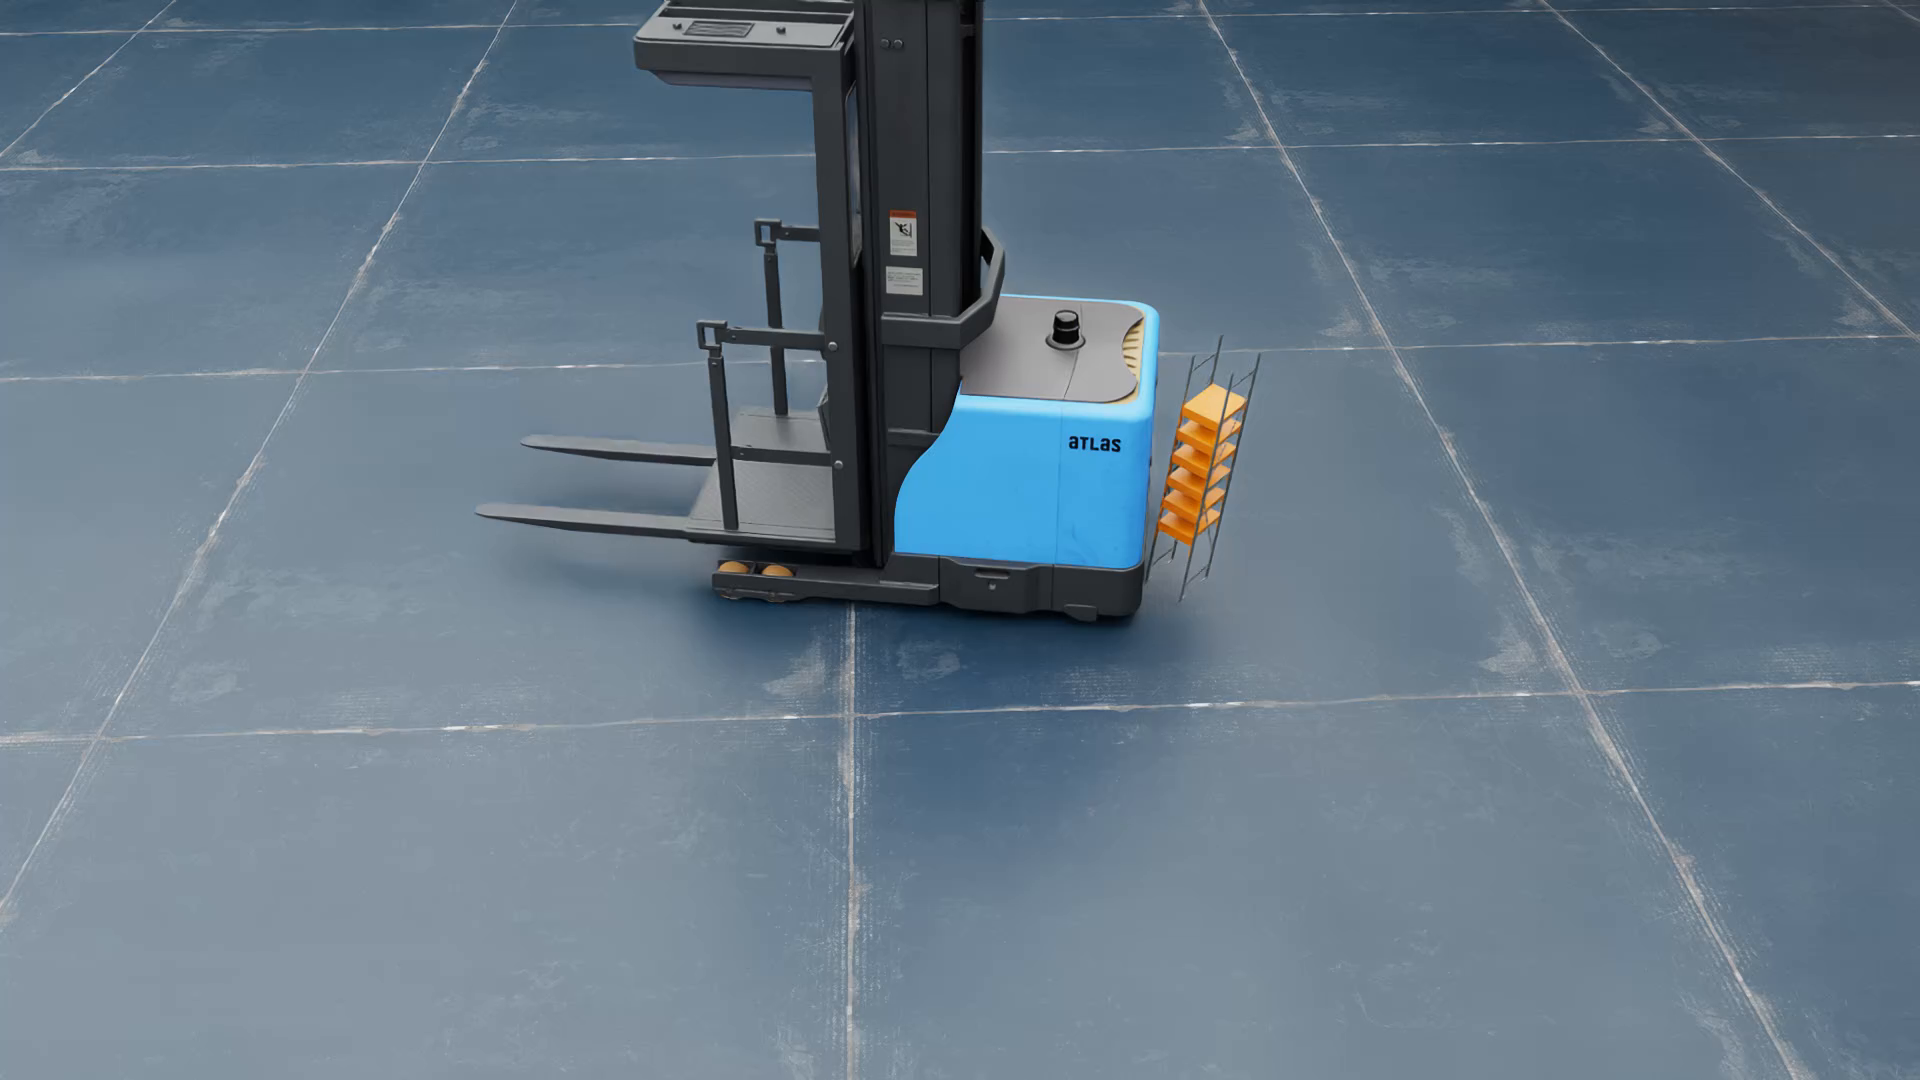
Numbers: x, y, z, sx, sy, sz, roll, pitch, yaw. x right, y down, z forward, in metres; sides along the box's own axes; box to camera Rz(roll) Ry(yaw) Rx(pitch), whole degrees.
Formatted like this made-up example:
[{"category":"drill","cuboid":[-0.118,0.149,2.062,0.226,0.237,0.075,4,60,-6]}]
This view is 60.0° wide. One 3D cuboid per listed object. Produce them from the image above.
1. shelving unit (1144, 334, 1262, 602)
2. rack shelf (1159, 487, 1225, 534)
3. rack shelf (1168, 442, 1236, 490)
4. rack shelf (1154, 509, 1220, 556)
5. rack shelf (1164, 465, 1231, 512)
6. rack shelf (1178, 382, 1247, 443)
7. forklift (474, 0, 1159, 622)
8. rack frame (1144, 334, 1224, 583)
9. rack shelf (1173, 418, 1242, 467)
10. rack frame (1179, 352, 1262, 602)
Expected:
[{"category":"shelving unit","cuboid":[1.026,-0.286,7.096,0.189,1.200,0.258,30,44,26]},{"category":"rack shelf","cuboid":[1.011,-0.158,7.198,0.180,0.103,0.258,30,44,26]},{"category":"rack shelf","cuboid":[1.032,-0.345,7.049,0.180,0.103,0.258,30,44,26]},{"category":"rack shelf","cuboid":[1.000,-0.065,7.273,0.180,0.103,0.258,30,44,26]},{"category":"rack shelf","cuboid":[1.022,-0.251,7.123,0.180,0.103,0.258,30,44,26]},{"category":"rack shelf","cuboid":[1.054,-0.531,6.899,0.180,0.103,0.258,30,44,26]},{"category":"forklift","cuboid":[-0.661,-1.220,6.938,3.031,2.935,1.130,4,35,6]},{"category":"rack frame","cuboid":[0.954,-0.326,7.136,0.006,1.200,0.240,30,44,26]},{"category":"rack shelf","cuboid":[1.043,-0.438,6.974,0.180,0.103,0.258,30,44,26]},{"category":"rack frame","cuboid":[1.097,-0.245,7.056,0.006,1.200,0.240,30,44,26]}]
